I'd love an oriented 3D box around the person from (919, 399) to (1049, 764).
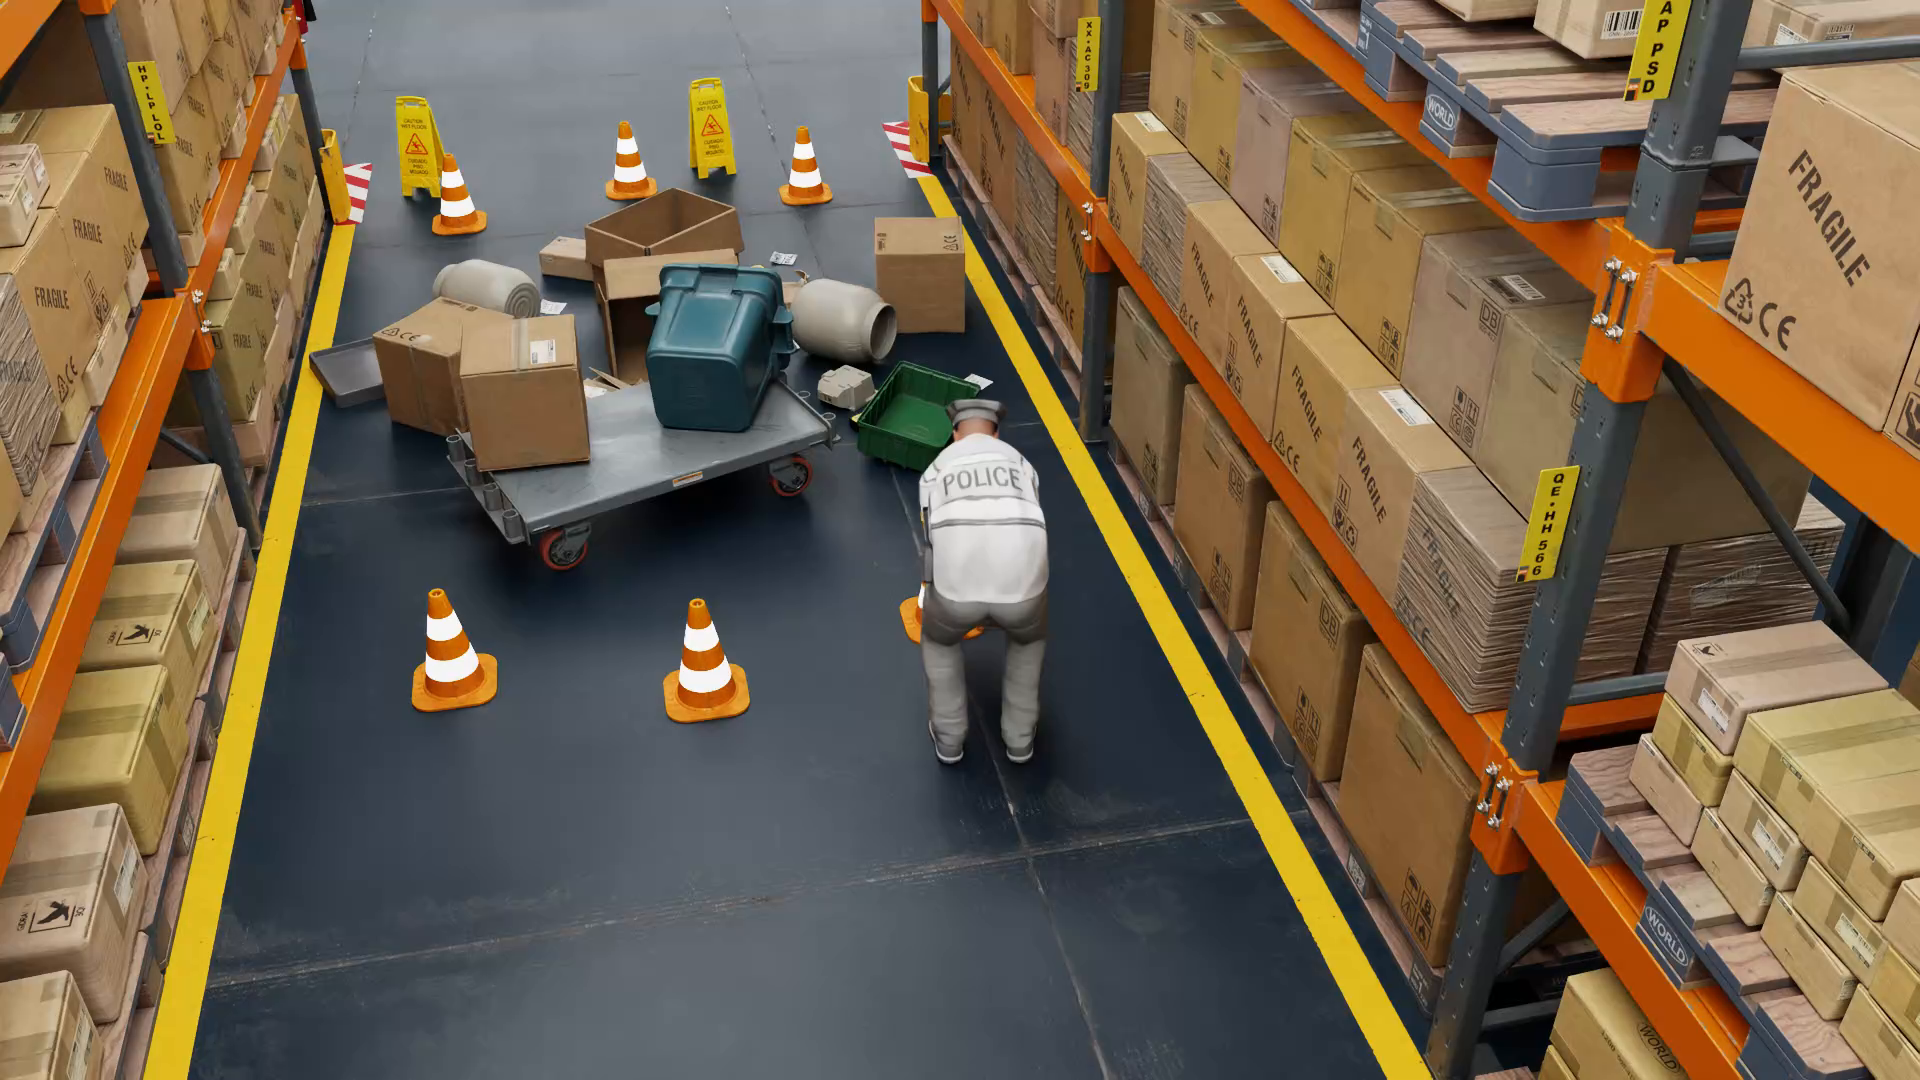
[{"bbox_3d":[0.086,0.159,6.402,0.490,1.196,1.038,-1,34,-2],"label":"person"}]
